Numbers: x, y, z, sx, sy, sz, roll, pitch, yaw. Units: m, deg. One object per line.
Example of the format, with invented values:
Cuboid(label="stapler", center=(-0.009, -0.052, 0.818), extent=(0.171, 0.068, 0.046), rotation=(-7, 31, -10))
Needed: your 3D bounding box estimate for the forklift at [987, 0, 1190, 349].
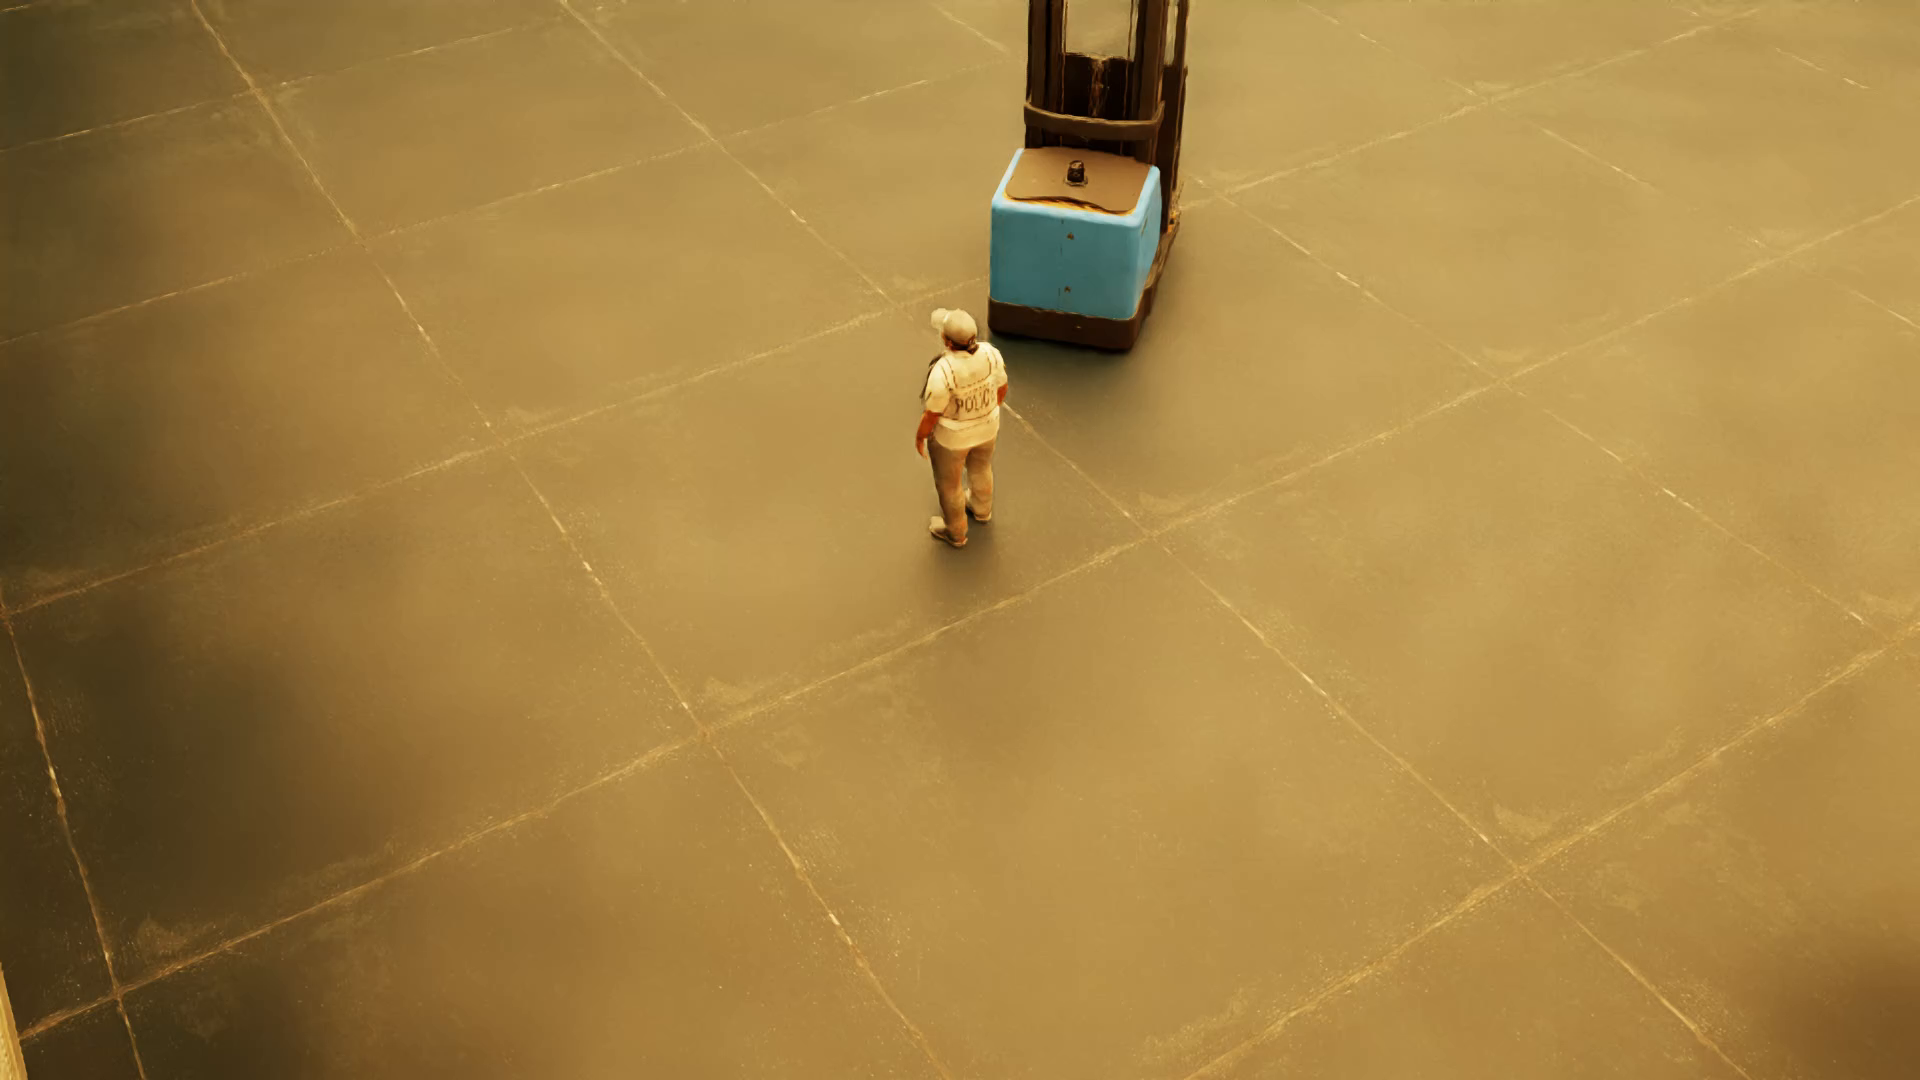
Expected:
Cuboid(label="forklift", center=(1.071, -3.403, 11.765), extent=(1.130, 2.935, 3.031), rotation=(10, 42, 11))

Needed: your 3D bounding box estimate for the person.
Cuboid(label="person", center=(-0.022, -0.683, 9.603), extent=(0.598, 1.669, 0.529), rotation=(-23, 46, -24))
